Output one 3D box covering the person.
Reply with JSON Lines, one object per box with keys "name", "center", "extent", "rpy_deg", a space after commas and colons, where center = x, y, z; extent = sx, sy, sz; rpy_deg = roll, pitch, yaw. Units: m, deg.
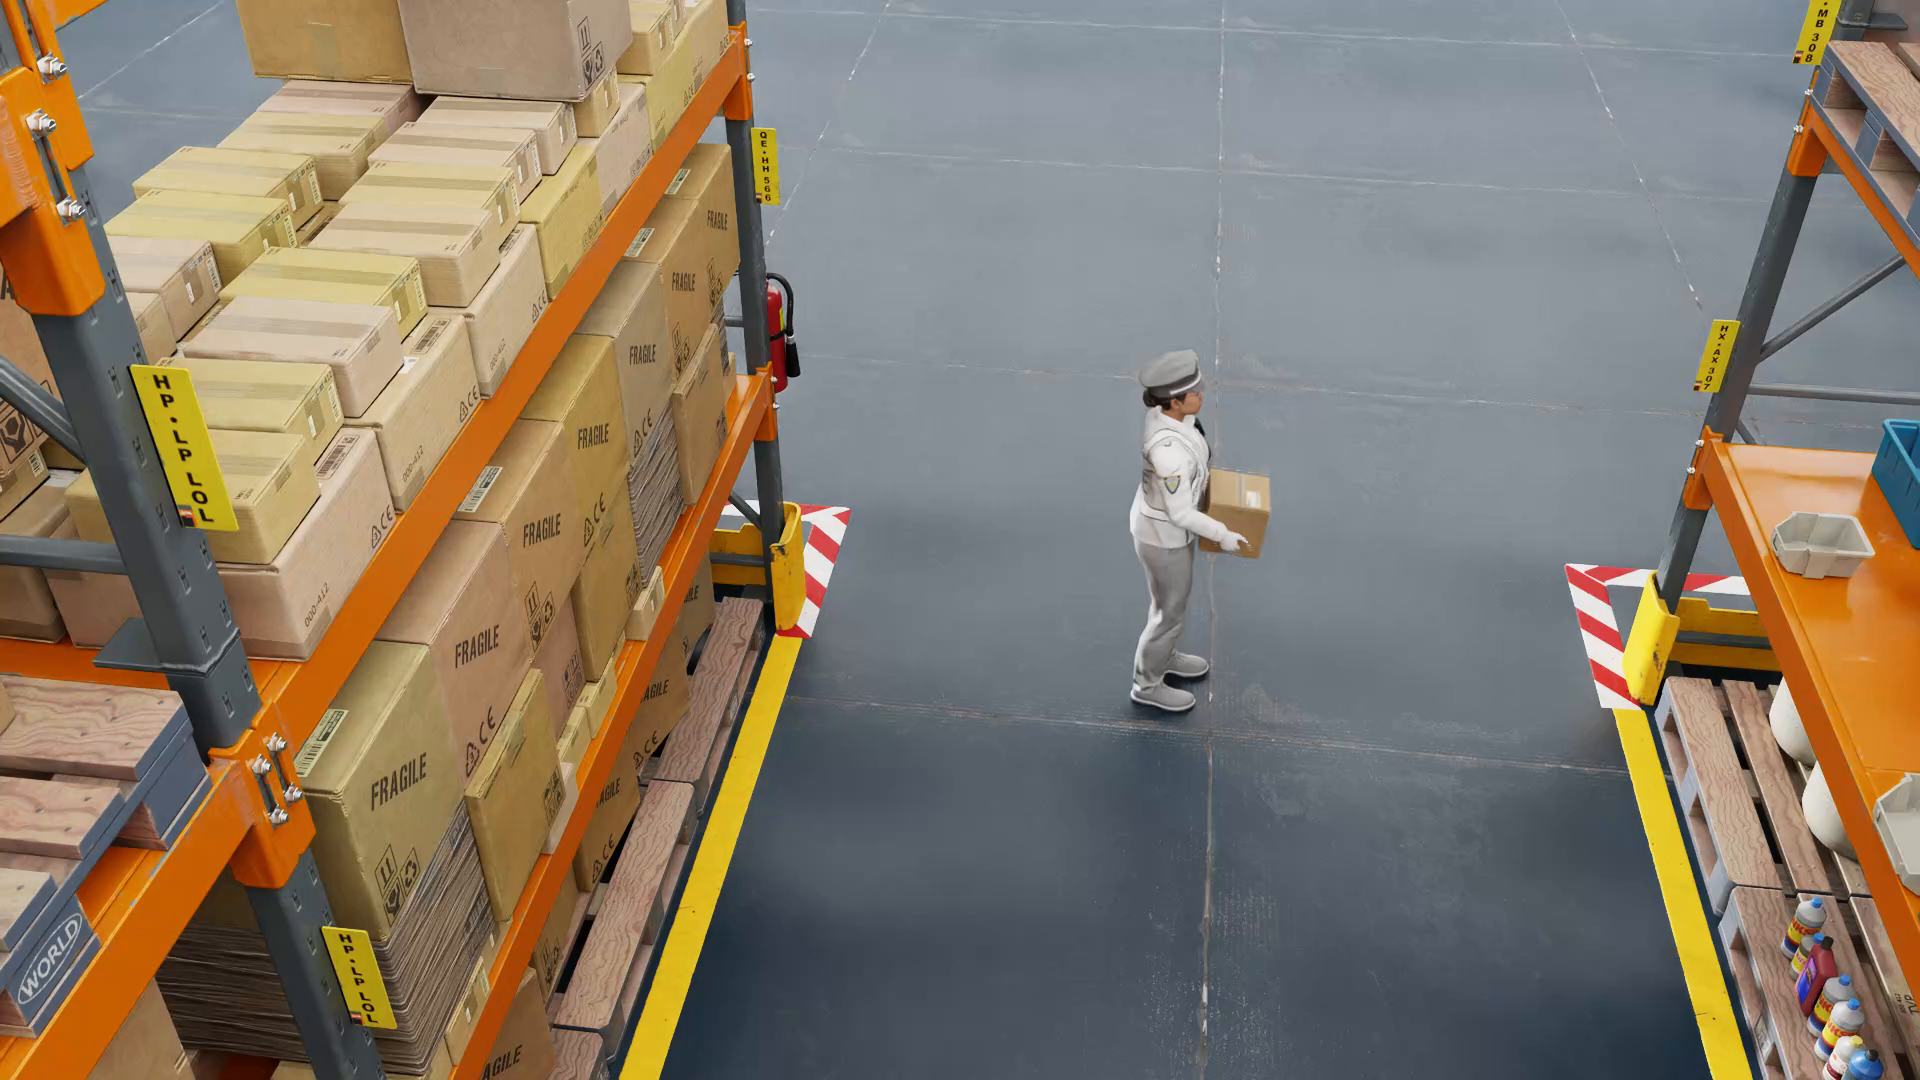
{"name": "person", "center": [0.923, -0.034, 7.074], "extent": [0.411, 1.673, 0.508], "rpy_deg": [3, 36, 5]}
